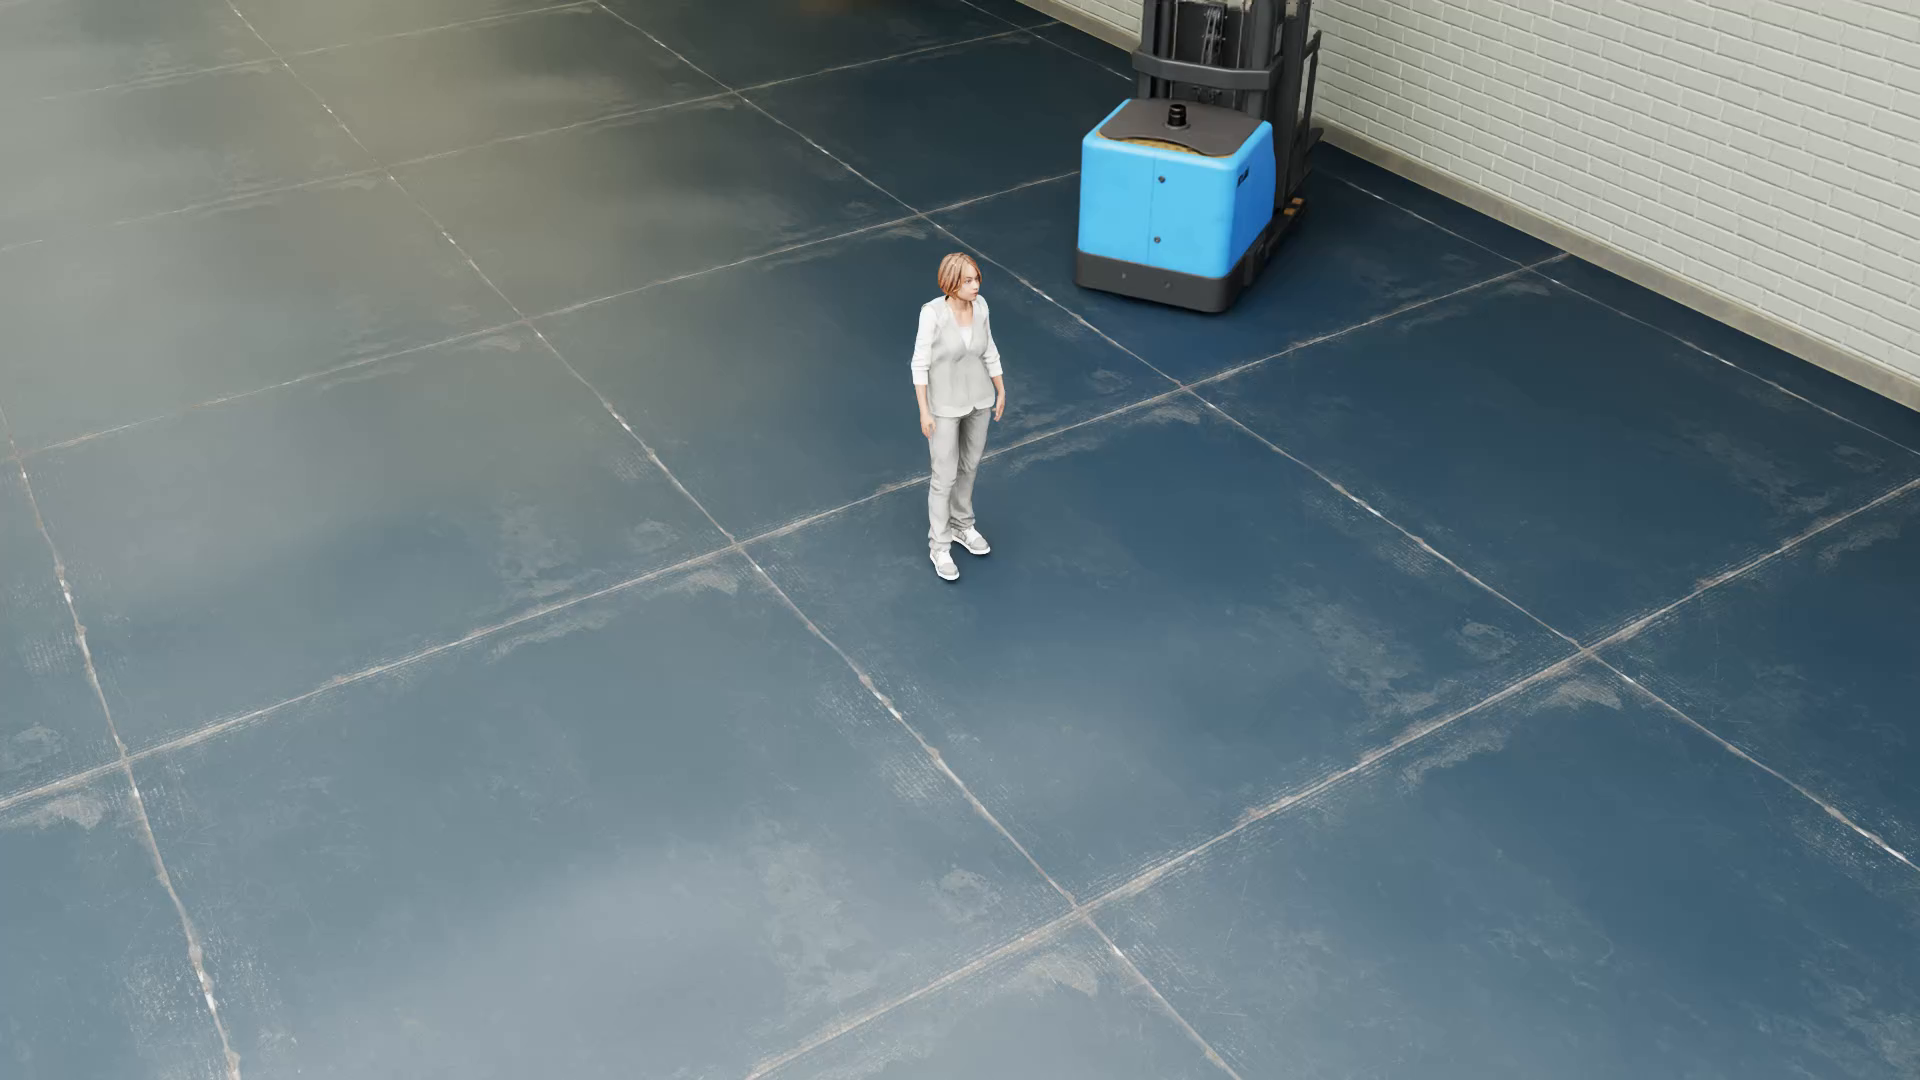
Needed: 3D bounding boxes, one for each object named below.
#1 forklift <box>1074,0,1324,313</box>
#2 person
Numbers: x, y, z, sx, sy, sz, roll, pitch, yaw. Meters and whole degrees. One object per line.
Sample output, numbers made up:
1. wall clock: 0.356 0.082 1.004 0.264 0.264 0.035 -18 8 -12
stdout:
1. forklift: 1.848 -3.490 11.114 1.130 2.935 3.031 15 38 21
2. person: 0.029 -0.619 8.177 0.521 1.599 0.473 -21 40 -27
